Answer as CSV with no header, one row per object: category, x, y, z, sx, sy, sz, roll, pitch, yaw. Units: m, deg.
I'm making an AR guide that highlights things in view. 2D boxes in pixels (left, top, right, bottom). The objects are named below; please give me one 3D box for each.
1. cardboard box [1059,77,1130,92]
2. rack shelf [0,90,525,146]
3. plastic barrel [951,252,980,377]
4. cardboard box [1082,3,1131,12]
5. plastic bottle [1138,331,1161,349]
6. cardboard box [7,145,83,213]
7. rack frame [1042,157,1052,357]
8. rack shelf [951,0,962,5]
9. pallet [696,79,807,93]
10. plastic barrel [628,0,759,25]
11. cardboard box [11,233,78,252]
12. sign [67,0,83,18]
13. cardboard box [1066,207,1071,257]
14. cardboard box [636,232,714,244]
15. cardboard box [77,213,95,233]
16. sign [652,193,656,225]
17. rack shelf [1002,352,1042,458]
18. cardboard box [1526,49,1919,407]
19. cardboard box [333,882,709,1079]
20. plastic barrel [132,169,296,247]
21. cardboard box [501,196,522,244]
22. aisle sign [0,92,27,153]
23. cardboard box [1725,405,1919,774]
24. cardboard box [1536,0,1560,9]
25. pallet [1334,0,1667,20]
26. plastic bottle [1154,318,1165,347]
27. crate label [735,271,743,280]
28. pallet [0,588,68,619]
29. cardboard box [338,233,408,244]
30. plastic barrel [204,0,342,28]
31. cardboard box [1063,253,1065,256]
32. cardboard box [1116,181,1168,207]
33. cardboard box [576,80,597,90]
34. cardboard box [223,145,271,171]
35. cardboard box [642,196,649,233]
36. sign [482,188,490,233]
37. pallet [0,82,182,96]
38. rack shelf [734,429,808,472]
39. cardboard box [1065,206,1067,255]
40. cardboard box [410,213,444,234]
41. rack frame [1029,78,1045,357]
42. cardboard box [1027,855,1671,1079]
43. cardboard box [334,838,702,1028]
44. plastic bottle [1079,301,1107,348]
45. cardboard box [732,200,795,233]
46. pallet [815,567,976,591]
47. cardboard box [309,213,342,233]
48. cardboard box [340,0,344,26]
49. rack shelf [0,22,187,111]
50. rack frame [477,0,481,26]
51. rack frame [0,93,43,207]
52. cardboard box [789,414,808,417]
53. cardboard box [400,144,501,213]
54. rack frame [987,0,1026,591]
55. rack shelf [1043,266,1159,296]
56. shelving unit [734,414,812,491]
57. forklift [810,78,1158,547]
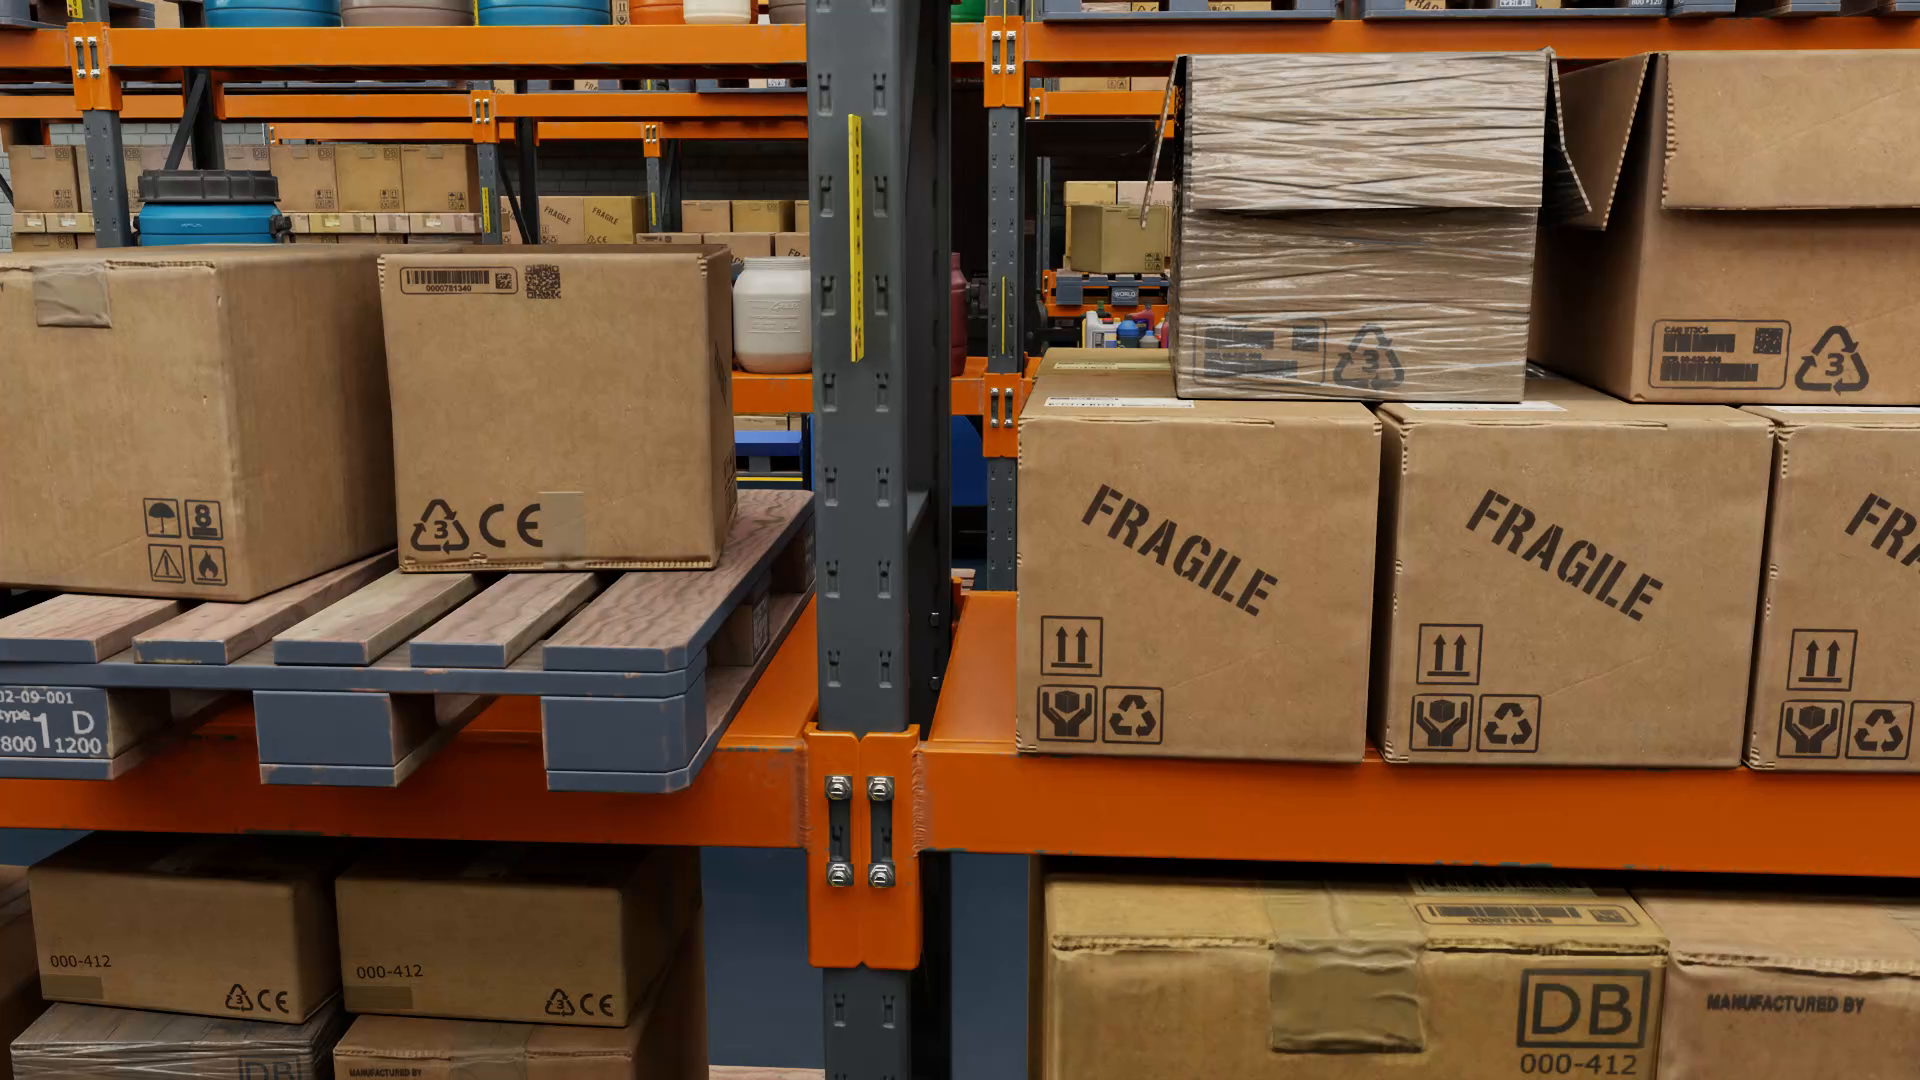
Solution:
cardboard box,0.990,-3.533,12.260,0.500,0.500,0.910,1,12,4
rack shelf,-5.434,-3.213,12.732,4.000,0.370,1.077,1,12,4
plastic barrel,-0.266,-1.014,7.456,0.708,0.536,0.600,1,12,4
cardboard box,0.987,-4.014,12.118,0.500,0.500,0.500,1,12,4
plastic bottle,0.839,-0.825,7.371,0.097,0.201,0.097,0,12,0
cardboard box,-6.912,-2.798,12.906,0.500,0.500,0.700,1,12,4
rack frame,0.880,-3.027,17.411,0.127,3.000,1.000,1,12,4
rack shelf,1.882,-1.080,2.534,4.000,0.370,1.077,1,12,4
pallet,-1.247,-3.396,12.312,1.213,0.211,1.003,1,12,6
plastic barrel,-1.240,-2.746,7.693,0.708,0.830,0.600,1,12,4
cardboard box,-6.965,-2.164,13.043,0.500,0.500,0.700,1,12,4
sign,-3.821,-2.418,7.152,0.005,0.325,0.100,1,12,4
cardboard box,1.347,-3.172,17.086,0.500,0.500,0.500,1,12,5
cardboard box,-2.148,-2.097,12.723,0.500,0.500,0.500,2,12,8
cardboard box,-6.540,-2.434,12.751,0.250,0.149,0.380,1,12,4
sign,-3.140,-3.394,17.053,0.005,0.325,0.100,1,12,4
rack shelf,2.213,-0.623,7.678,4.000,0.370,1.077,1,12,4
cardboard box,1.265,-0.508,2.676,0.637,0.503,0.797,1,12,5
cardboard box,-0.783,1.012,3.133,0.500,0.500,0.700,0,12,1
plastic barrel,-3.408,-1.236,7.624,0.708,0.901,0.600,1,12,4
cardboard box,-4.604,-3.343,17.408,0.500,0.500,0.500,0,12,2
aisle sign,-7.476,-3.457,13.121,0.004,0.787,0.394,1,12,4
cardboard box,1.380,0.035,2.529,0.500,0.500,0.500,1,12,3
cardboard box,4.046,-3.753,12.045,0.600,0.600,0.600,0,12,-2
pallet,2.288,-2.329,7.213,1.213,0.211,1.003,1,12,4
plastic bottle,0.994,-0.979,8.105,0.097,0.201,0.097,0,12,0
crate label,-0.756,-1.089,8.061,0.616,0.435,0.502,1,12,4
pallet,-2.091,0.084,3.007,1.213,0.211,1.003,1,12,4
cardboard box,-4.408,-2.129,12.875,0.500,0.500,0.700,1,12,3
plastic barrel,-3.251,-2.808,7.817,0.708,0.901,0.600,1,12,4
cardboard box,1.222,-2.961,17.663,0.250,0.149,0.380,1,12,5
cardboard box,1.852,-3.532,16.975,0.500,0.250,0.500,1,12,3
cardboard box,-3.634,-4.565,17.145,0.500,0.500,0.500,1,12,5
cardboard box,-5.384,-2.779,12.812,0.500,0.500,0.700,1,12,4
cardboard box,-3.566,-3.434,17.844,0.500,0.500,0.500,1,12,2
sign,-3.474,-2.418,12.195,0.005,0.325,0.100,1,12,4
pallet,-6.726,-3.534,12.726,1.213,0.211,1.003,1,12,4
rack shelf,-1.434,-0.550,10.111,1.000,0.185,0.538,0,12,0
cardboard box,1.369,-3.278,17.595,0.500,0.500,0.500,1,12,4
cardboard box,-3.971,-2.399,12.584,0.250,0.149,0.380,1,12,3
rack frame,0.552,-2.015,12.573,0.127,3.000,1.000,1,12,4
cardboard box,0.574,0.857,3.007,0.875,0.875,1.225,0,12,1
cardboard box,-0.784,0.647,3.047,0.500,0.250,0.500,1,12,6
plastic bottle,0.650,-1.027,8.137,0.133,0.283,0.061,1,12,4
cardboard box,-2.049,-3.323,17.507,0.500,0.500,0.700,2,12,10
pallet,-0.553,0.344,8.109,1.213,0.211,1.003,1,12,4
cardboard box,-4.739,-2.410,12.634,0.250,0.149,0.380,1,12,3
cardboard box,-5.073,-3.910,12.690,0.637,0.503,0.797,2,12,10
rack shelf,-5.769,-2.201,7.894,4.000,0.370,1.077,1,12,4
rack frame,-3.439,-5.006,12.220,0.127,3.000,1.000,1,12,4
rack frame,-7.430,-2.124,13.096,0.127,3.000,1.000,1,12,4
cardboard box,-1.009,-1.119,12.611,0.500,0.311,0.500,1,12,3
cardboard box,-3.882,-2.758,12.714,0.500,0.500,0.700,1,12,4
rack frame,0.218,-1.003,7.735,0.127,3.000,1.000,1,12,4
rack shelf,2.875,-2.647,17.354,4.000,0.370,1.077,1,12,4
shelving unit,-1.434,-0.726,10.074,1.048,1.500,0.538,0,12,0
forklift,0.627,-1.436,9.973,3.031,2.935,1.130,0,12,0
